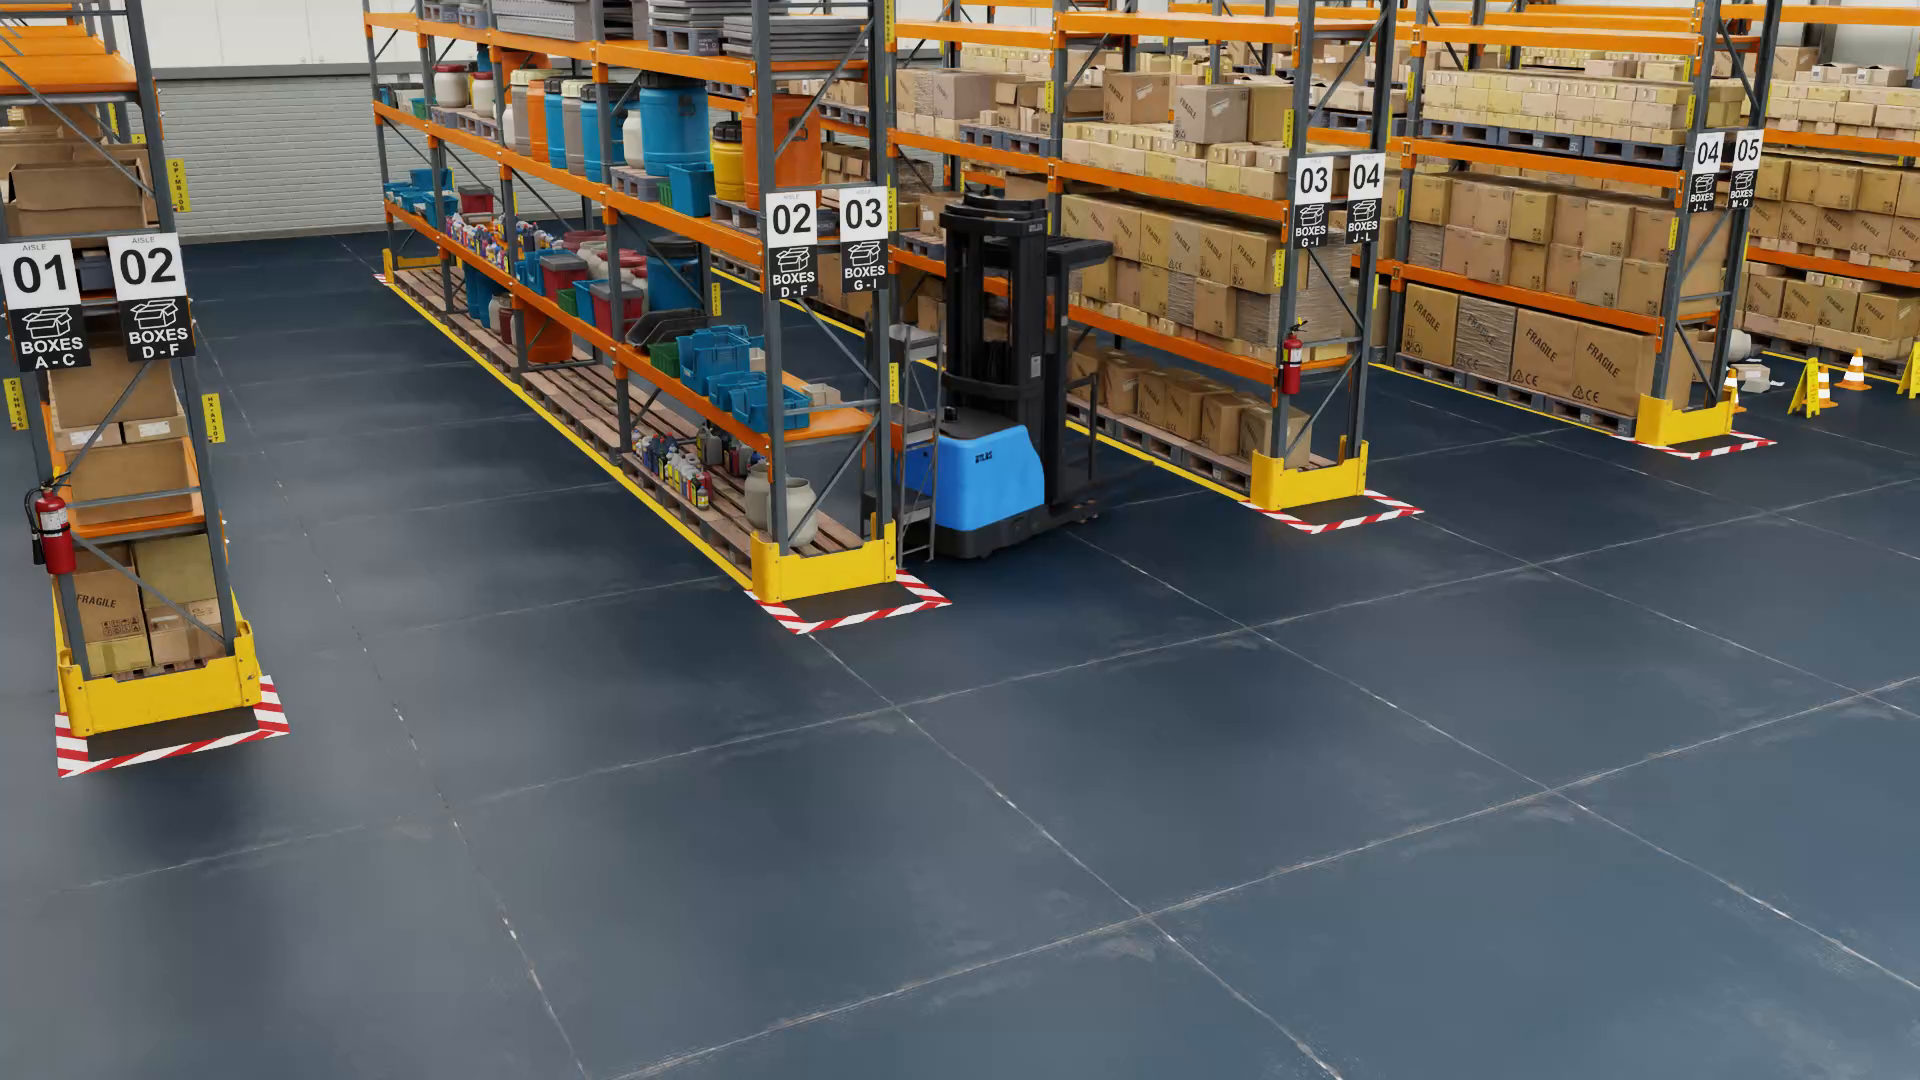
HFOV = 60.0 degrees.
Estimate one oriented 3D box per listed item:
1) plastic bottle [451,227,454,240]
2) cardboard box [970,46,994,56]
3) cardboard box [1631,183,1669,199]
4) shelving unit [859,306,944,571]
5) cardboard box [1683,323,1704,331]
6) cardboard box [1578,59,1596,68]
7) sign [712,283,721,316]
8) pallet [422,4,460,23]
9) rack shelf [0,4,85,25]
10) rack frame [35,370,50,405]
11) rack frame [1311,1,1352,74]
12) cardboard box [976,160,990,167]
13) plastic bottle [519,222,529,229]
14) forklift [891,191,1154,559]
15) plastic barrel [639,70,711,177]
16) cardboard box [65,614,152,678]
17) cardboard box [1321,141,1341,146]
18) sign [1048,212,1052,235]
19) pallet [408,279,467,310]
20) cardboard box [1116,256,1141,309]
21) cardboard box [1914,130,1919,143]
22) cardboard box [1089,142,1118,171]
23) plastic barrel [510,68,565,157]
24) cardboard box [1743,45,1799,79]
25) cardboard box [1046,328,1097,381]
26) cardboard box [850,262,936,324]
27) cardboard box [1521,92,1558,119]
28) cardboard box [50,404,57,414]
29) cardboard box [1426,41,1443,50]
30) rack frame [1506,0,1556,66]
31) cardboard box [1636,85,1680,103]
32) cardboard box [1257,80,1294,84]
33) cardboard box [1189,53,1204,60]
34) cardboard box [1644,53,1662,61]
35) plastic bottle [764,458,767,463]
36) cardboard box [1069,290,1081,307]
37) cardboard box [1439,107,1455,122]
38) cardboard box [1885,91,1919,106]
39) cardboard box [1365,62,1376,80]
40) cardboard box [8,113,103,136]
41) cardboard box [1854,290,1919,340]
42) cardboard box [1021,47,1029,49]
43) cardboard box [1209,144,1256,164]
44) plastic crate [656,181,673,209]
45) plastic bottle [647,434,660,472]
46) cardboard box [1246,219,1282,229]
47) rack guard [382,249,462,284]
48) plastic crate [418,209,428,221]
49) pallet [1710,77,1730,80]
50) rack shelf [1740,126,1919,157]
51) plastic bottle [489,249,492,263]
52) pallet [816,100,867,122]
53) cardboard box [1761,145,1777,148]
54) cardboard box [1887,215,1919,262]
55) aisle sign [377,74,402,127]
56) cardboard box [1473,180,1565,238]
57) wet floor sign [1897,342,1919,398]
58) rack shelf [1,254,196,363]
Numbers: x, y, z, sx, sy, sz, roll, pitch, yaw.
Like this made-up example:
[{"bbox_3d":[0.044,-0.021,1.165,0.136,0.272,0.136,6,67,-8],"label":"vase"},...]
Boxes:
[{"bbox_3d":[-6.787,-4.144,22.346,0.097,0.201,0.097,0,19,0],"label":"plastic bottle"},{"bbox_3d":[0.391,-8.541,29.038,0.380,0.149,0.250,-10,21,-26],"label":"cardboard box"},{"bbox_3d":[9.738,-4.967,23.173,0.500,0.500,0.500,-10,22,-28],"label":"cardboard box"},{"bbox_3d":[-0.497,-0.832,13.774,0.431,2.100,0.503,-18,30,-42],"label":"shelving unit"},{"bbox_3d":[9.471,-2.784,21.930,0.500,0.500,0.500,4,19,11],"label":"cardboard box"},{"bbox_3d":[11.272,-8.510,29.684,0.380,0.149,0.250,-9,21,-25],"label":"cardboard box"},{"bbox_3d":[-2.431,-2.394,16.546,0.100,0.325,0.005,-10,21,-27],"label":"sign"},{"bbox_3d":[-6.300,-6.802,21.451,1.003,0.211,1.213,-10,21,-27],"label":"pallet"},{"bbox_3d":[-12.030,-6.780,21.591,1.077,0.370,4.000,-10,21,-27],"label":"rack shelf"},{"bbox_3d":[-7.282,-1.415,14.133,1.000,3.000,0.127,-10,21,-27],"label":"rack frame"},{"bbox_3d":[6.361,-9.616,28.702,1.000,3.000,0.127,-10,21,-27],"label":"rack frame"},{"bbox_3d":[0.621,-6.856,29.293,0.500,0.500,0.500,-10,21,-26],"label":"cardboard box"},{"bbox_3d":[-5.771,-4.067,22.011,0.152,0.276,0.135,-10,21,-27],"label":"plastic bottle"},{"bbox_3d":[0.649,-1.631,14.866,1.130,2.935,3.031,16,24,38],"label":"forklift"},{"bbox_3d":[-2.542,-3.732,14.837,0.600,0.901,0.708,-10,21,-27],"label":"plastic barrel"},{"bbox_3d":[-5.897,0.727,11.499,0.500,0.250,0.500,-10,21,-27],"label":"cardboard box"},{"bbox_3d":[6.583,-6.987,28.595,0.500,0.500,0.500,-10,21,-27],"label":"cardboard box"},{"bbox_3d":[0.951,-3.408,18.135,0.100,0.325,0.005,-10,21,-27],"label":"sign"},{"bbox_3d":[-7.686,-3.715,25.074,1.003,0.211,1.213,-10,21,-27],"label":"pallet"},{"bbox_3d":[2.130,-2.720,17.307,0.875,0.500,0.500,-10,21,-27],"label":"cardboard box"},{"bbox_3d":[11.496,-4.759,19.612,0.380,0.149,0.250,-10,21,-26],"label":"cardboard box"},{"bbox_3d":[1.682,-3.975,17.184,0.500,0.250,0.500,-10,22,-27],"label":"cardboard box"},{"bbox_3d":[-4.621,-4.715,18.329,0.600,0.901,0.600,0,19,0],"label":"plastic barrel"},{"bbox_3d":[13.084,-7.737,26.907,0.700,0.500,0.500,-10,22,-28],"label":"cardboard box"},{"bbox_3d":[1.166,-2.154,19.433,0.700,0.500,0.500,-12,22,-31],"label":"cardboard box"},{"bbox_3d":[-0.771,-3.492,22.766,1.225,0.875,0.875,-11,22,-29],"label":"cardboard box"},{"bbox_3d":[6.559,-4.802,18.329,0.500,0.250,0.500,-10,21,-26],"label":"cardboard box"},{"bbox_3d":[-5.978,-0.849,11.345,0.380,0.149,0.250,-10,22,-27],"label":"cardboard box"},{"bbox_3d":[9.544,-9.820,32.900,0.500,0.250,0.500,-9,21,-25],"label":"cardboard box"},{"bbox_3d":[10.727,-10.385,30.933,1.000,3.000,0.127,-10,21,-27],"label":"rack frame"},{"bbox_3d":[7.175,-4.577,17.064,0.380,0.149,0.250,-10,21,-26],"label":"cardboard box"},{"bbox_3d":[4.340,-6.043,22.379,0.500,0.250,0.500,-9,21,-25],"label":"cardboard box"},{"bbox_3d":[3.602,-7.037,24.500,0.396,0.266,0.258,-10,21,-27],"label":"cardboard box"},{"bbox_3d":[12.000,-8.291,28.623,0.380,0.149,0.250,-11,22,-28],"label":"cardboard box"},{"bbox_3d":[-1.771,-0.618,15.332,0.097,0.271,0.097,0,19,0],"label":"plastic bottle"},{"bbox_3d":[1.383,-2.647,18.090,0.380,0.149,0.250,-10,21,-27],"label":"cardboard box"},{"bbox_3d":[5.850,-5.001,19.516,0.380,0.149,0.250,-10,21,-26],"label":"cardboard box"},{"bbox_3d":[11.338,-5.294,19.938,0.380,0.149,0.250,-10,21,-26],"label":"cardboard box"},{"bbox_3d":[6.920,-7.754,27.467,0.396,0.266,0.258,-8,21,-22],"label":"cardboard box"},{"bbox_3d":[-9.418,-4.148,17.303,0.910,0.500,0.500,-10,21,-27],"label":"cardboard box"},{"bbox_3d":[11.449,-2.778,20.504,0.500,0.500,0.500,-10,21,-26],"label":"cardboard box"},{"bbox_3d":[1.281,-8.409,28.656,0.380,0.149,0.250,-11,22,-28],"label":"cardboard box"},{"bbox_3d":[2.544,-3.590,15.455,0.380,0.149,0.250,-10,21,-26],"label":"cardboard box"},{"bbox_3d":[-2.411,-3.004,14.464,0.336,0.188,0.450,-10,21,-27],"label":"plastic crate"},{"bbox_3d":[-2.903,-0.841,15.856,0.144,0.351,0.185,-9,21,-25],"label":"plastic bottle"},{"bbox_3d":[3.085,-2.805,16.020,0.500,0.500,0.500,-10,21,-27],"label":"cardboard box"},{"bbox_3d":[-8.642,-4.449,26.758,1.175,0.500,0.348,-10,21,-27],"label":"rack guard"},{"bbox_3d":[-7.488,-4.655,23.854,0.437,0.125,0.590,-10,21,-27],"label":"plastic crate"},{"bbox_3d":[13.028,-7.549,27.601,1.213,0.211,1.003,-9,21,-24],"label":"pallet"},{"bbox_3d":[11.109,-4.987,20.989,1.077,0.370,4.000,-10,21,-27],"label":"rack shelf"},{"bbox_3d":[-5.767,-3.527,20.559,0.097,0.201,0.097,0,19,0],"label":"plastic bottle"},{"bbox_3d":[-1.347,-5.922,22.886,1.003,0.211,1.213,-9,21,-24],"label":"pallet"},{"bbox_3d":[13.429,-6.492,27.699,0.380,0.149,0.250,-10,22,-28],"label":"cardboard box"},{"bbox_3d":[11.559,-3.636,19.960,0.500,0.500,0.500,-10,22,-28],"label":"cardboard box"},{"bbox_3d":[-8.915,-6.829,25.839,0.394,0.787,0.004,-10,21,-27],"label":"aisle sign"},{"bbox_3d":[6.495,-3.841,19.280,0.875,0.550,0.550,-10,21,-27],"label":"cardboard box"},{"bbox_3d":[11.208,-2.002,19.443,0.267,0.644,0.232,-3,19,-8],"label":"wet floor sign"},{"bbox_3d":[-6.332,-1.918,12.097,1.077,0.370,4.000,-10,21,-27],"label":"rack shelf"}]
